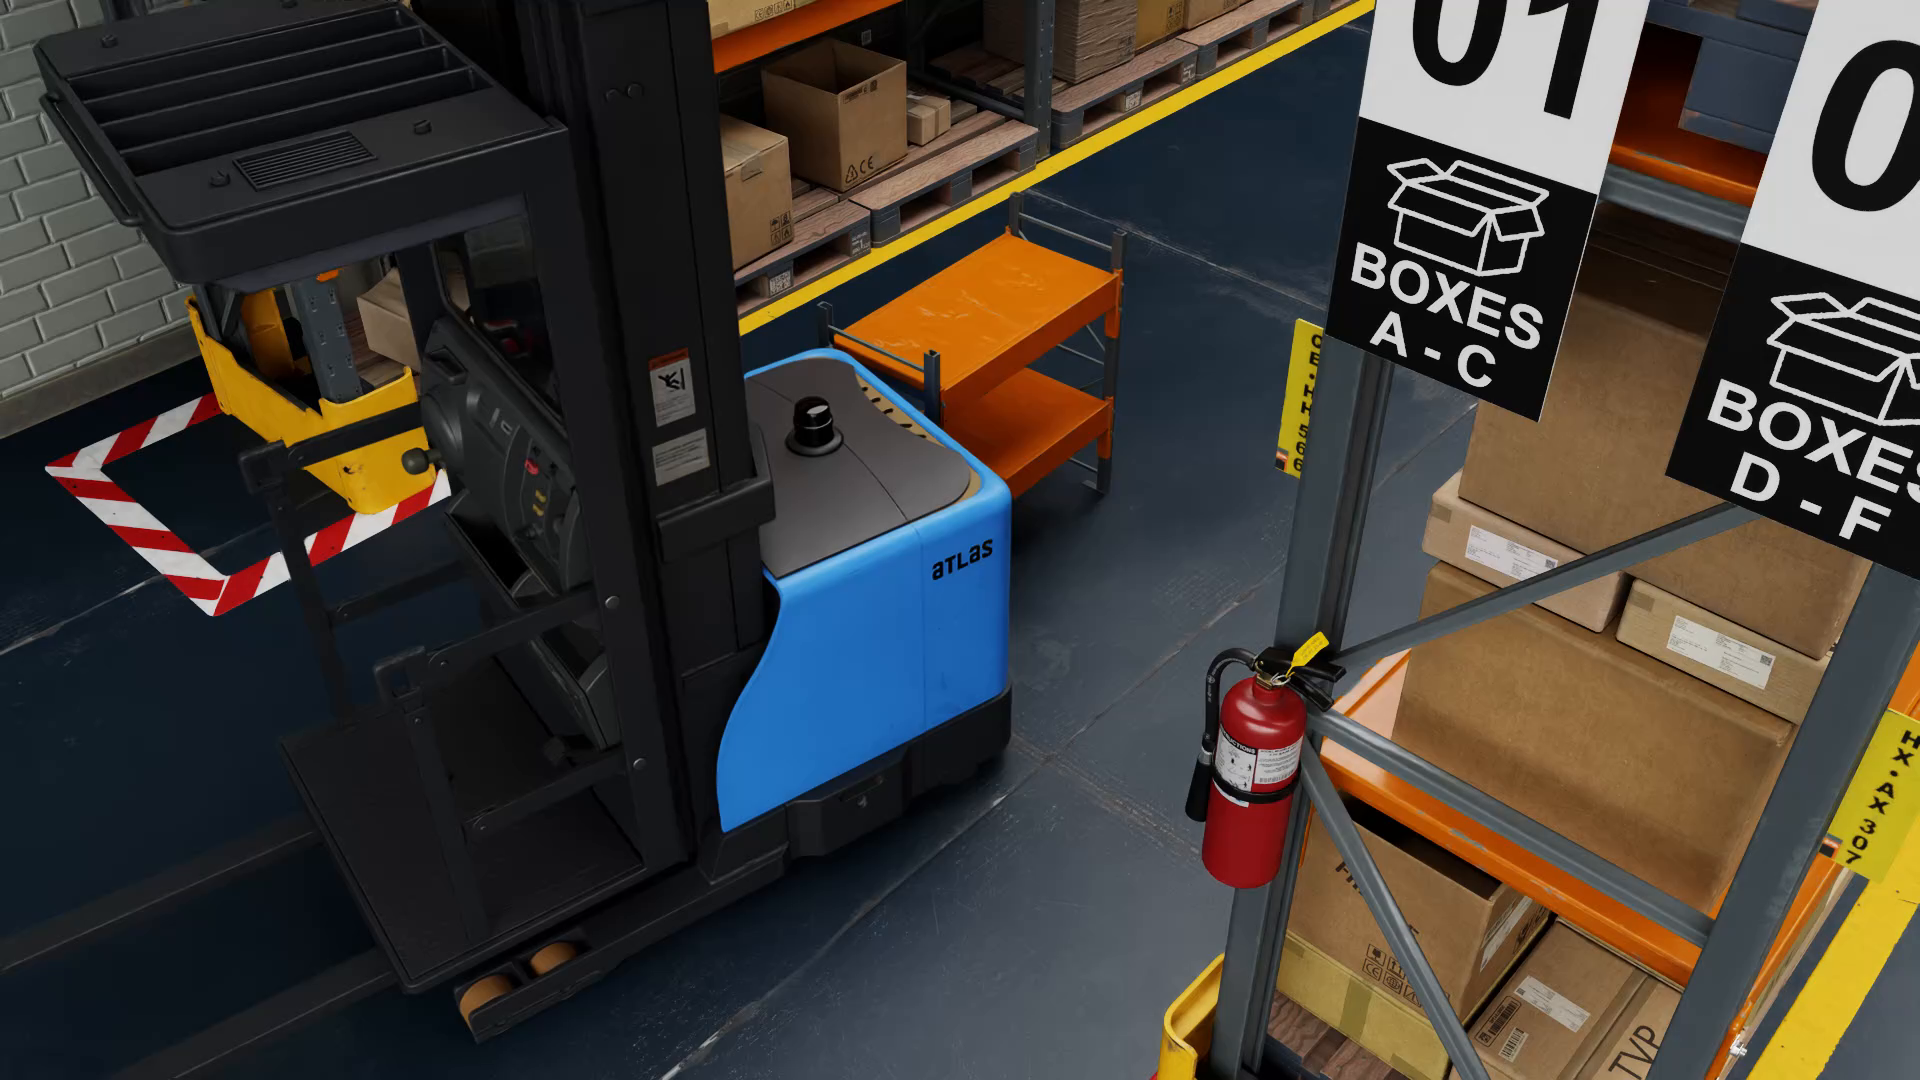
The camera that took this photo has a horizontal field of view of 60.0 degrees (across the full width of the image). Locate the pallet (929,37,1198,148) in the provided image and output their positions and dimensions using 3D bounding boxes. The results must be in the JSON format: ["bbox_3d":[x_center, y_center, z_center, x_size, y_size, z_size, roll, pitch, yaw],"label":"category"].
[{"bbox_3d":[0.590,-2.648,9.411,1.003,0.211,1.213,30,47,32],"label":"pallet"}]

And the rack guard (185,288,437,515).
[{"bbox_3d":[-2.581,-0.600,6.603,1.175,0.500,0.348,30,47,32],"label":"rack guard"}]

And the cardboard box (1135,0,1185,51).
[{"bbox_3d":[0.862,-3.179,9.492,0.700,0.500,0.500,29,47,31],"label":"cardboard box"}]

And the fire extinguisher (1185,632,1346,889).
[{"bbox_3d":[0.604,0.424,3.369,0.296,0.674,0.183,30,47,32],"label":"fire extinguisher"}]

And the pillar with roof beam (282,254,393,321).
[{"bbox_3d":[0.379,-2.769,2.502,9.100,9.000,0.400,30,47,32],"label":"pillar with roof beam"}]

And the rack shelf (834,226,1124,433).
[{"bbox_3d":[0.059,-0.706,5.764,0.538,0.278,1.000,27,46,30],"label":"rack shelf"}]

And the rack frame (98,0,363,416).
[{"bbox_3d":[-2.633,-1.544,5.781,1.000,3.000,0.127,30,47,32],"label":"rack frame"}]

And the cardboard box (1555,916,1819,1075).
[{"bbox_3d":[1.887,1.062,4.376,0.500,0.250,0.500,30,47,32],"label":"cardboard box"}]

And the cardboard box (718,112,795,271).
[{"bbox_3d":[-1.183,-1.595,7.501,0.700,0.500,0.500,27,46,29],"label":"cardboard box"}]

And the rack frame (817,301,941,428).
[{"bbox_3d":[-0.264,-0.232,5.639,0.500,1.125,0.032,27,46,30],"label":"rack frame"}]

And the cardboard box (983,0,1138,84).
[{"bbox_3d":[0.550,-2.920,9.167,0.700,0.500,0.500,31,48,33],"label":"cardboard box"}]

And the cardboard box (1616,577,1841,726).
[{"bbox_3d":[1.450,0.152,3.048,0.380,0.149,0.250,29,47,32],"label":"cardboard box"}]

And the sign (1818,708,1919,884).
[{"bbox_3d":[1.432,0.401,2.577,0.100,0.325,0.005,30,47,32],"label":"sign"}]

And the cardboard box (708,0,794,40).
[{"bbox_3d":[-1.038,-2.291,6.825,0.500,0.250,0.500,30,47,32],"label":"cardboard box"}]

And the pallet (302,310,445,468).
[{"bbox_3d":[-2.007,-0.845,7.144,1.003,0.211,1.213,30,47,32],"label":"pallet"}]

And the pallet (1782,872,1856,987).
[{"bbox_3d":[2.335,0.699,5.201,1.003,0.211,1.213,30,47,32],"label":"pallet"}]

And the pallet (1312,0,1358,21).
[{"bbox_3d":[2.236,-3.769,10.820,1.003,0.211,1.213,30,47,32],"label":"pallet"}]

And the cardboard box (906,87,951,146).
[{"bbox_3d":[-0.273,-2.186,8.512,0.380,0.166,0.250,23,44,27],"label":"cardboard box"}]

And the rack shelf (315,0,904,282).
[{"bbox_3d":[-1.283,-2.181,7.161,1.077,0.370,4.000,30,47,32],"label":"rack shelf"}]

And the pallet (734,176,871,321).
[{"bbox_3d":[-1.184,-1.403,7.845,1.003,0.211,1.213,30,47,32],"label":"pallet"}]

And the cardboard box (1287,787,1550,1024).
[{"bbox_3d":[1.169,0.782,4.126,0.500,0.500,0.500,30,47,32],"label":"cardboard box"}]

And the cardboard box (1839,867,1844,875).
[{"bbox_3d":[2.216,0.534,4.437,0.500,0.500,0.500,30,47,32],"label":"cardboard box"}]

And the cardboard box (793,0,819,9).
[{"bbox_3d":[-0.700,-2.523,7.117,0.500,0.250,0.500,29,47,32],"label":"cardboard box"}]

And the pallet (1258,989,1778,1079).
[{"bbox_3d":[1.511,1.257,4.499,1.003,0.211,1.213,30,47,32],"label":"pallet"}]

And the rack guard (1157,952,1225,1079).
[{"bbox_3d":[1.010,1.524,3.932,1.175,0.500,0.348,30,47,32],"label":"rack guard"}]

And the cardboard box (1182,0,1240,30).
[{"bbox_3d":[1.236,-3.396,9.766,0.700,0.500,0.500,30,47,32],"label":"cardboard box"}]

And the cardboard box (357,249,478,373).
[{"bbox_3d":[-2.099,-0.943,6.833,0.500,0.311,0.500,24,44,27],"label":"cardboard box"}]

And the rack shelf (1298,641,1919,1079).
[{"bbox_3d":[2.376,-0.103,4.547,1.077,0.370,4.000,30,47,32],"label":"rack shelf"}]

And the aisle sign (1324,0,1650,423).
[{"bbox_3d":[0.765,-0.576,2.476,0.394,0.787,0.004,30,47,32],"label":"aisle sign"}]

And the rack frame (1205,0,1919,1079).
[{"bbox_3d":[1.024,0.533,3.169,0.949,2.616,0.053,30,47,32],"label":"rack frame"}]

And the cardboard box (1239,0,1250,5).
[{"bbox_3d":[1.570,-3.632,10.063,0.700,0.500,0.500,29,47,32],"label":"cardboard box"}]

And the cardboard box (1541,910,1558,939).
[{"bbox_3d":[1.499,0.841,4.654,0.500,0.250,0.500,30,47,32],"label":"cardboard box"}]

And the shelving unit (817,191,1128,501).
[{"bbox_3d":[0.059,-0.477,5.946,0.538,1.125,1.048,27,46,30],"label":"shelving unit"}]

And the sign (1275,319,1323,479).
[{"bbox_3d":[0.635,-0.245,3.028,0.100,0.325,0.005,30,47,32],"label":"sign"}]

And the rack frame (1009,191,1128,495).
[{"bbox_3d":[0.381,-0.721,6.254,0.500,1.125,0.032,27,46,30],"label":"rack frame"}]

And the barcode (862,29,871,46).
[{"bbox_3d":[-0.476,-2.553,8.448,0.001,0.075,0.075,30,47,32],"label":"barcode"}]

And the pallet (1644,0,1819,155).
[{"bbox_3d":[1.523,-0.919,2.656,1.003,0.211,1.213,30,47,32],"label":"pallet"}]

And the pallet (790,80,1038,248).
[{"bbox_3d":[-0.361,-1.966,8.553,1.003,0.211,1.213,30,47,32],"label":"pallet"}]

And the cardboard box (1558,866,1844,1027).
[{"bbox_3d":[1.888,0.770,4.141,0.500,0.500,0.500,30,47,32],"label":"cardboard box"}]

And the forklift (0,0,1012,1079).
[{"bbox_3d":[-1.333,-0.169,4.108,3.031,2.935,1.130,-24,44,-27],"label":"forklift"}]

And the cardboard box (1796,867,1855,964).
[{"bbox_3d":[2.225,0.833,4.664,0.500,0.250,0.500,30,47,32],"label":"cardboard box"}]

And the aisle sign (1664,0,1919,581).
[{"bbox_3d":[1.208,-0.324,2.159,0.394,0.787,0.004,30,47,32],"label":"aisle sign"}]

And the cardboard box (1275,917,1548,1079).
[{"bbox_3d":[1.170,1.076,4.358,0.500,0.250,0.500,30,47,32],"label":"cardboard box"}]

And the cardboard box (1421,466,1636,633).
[{"bbox_3d":[1.144,-0.014,3.256,0.380,0.149,0.250,29,47,31],"label":"cardboard box"}]

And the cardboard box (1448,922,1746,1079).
[{"bbox_3d":[1.552,1.294,4.085,0.500,0.250,0.500,30,47,32],"label":"cardboard box"}]

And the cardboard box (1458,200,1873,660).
[{"bbox_3d":[1.387,-0.246,3.026,0.700,0.500,0.500,30,47,32],"label":"cardboard box"}]

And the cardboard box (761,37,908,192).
[{"bbox_3d":[-0.605,-2.081,8.112,0.500,0.500,0.500,26,45,29],"label":"cardboard box"}]

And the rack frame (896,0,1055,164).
[{"bbox_3d":[0.066,-3.381,8.092,1.000,3.000,0.127,30,47,32],"label":"rack frame"}]

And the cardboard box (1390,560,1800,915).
[{"bbox_3d":[1.351,0.286,3.399,0.700,0.500,0.500,30,47,32],"label":"cardboard box"}]

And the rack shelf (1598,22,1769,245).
[{"bbox_3d":[2.376,-1.277,3.613,1.077,0.370,4.000,30,47,32],"label":"rack shelf"}]

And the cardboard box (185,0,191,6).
[{"bbox_3d":[-2.472,-2.092,5.973,0.500,0.500,0.500,29,47,31],"label":"cardboard box"}]

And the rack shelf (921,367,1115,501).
[{"bbox_3d":[0.059,-0.286,6.098,0.538,0.278,1.000,27,46,30],"label":"rack shelf"}]

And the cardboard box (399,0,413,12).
[{"bbox_3d":[-2.089,-1.879,5.705,0.500,0.500,0.500,30,47,32],"label":"cardboard box"}]

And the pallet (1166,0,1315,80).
[{"bbox_3d":[1.413,-3.211,10.119,1.003,0.211,1.213,30,47,32],"label":"pallet"}]
